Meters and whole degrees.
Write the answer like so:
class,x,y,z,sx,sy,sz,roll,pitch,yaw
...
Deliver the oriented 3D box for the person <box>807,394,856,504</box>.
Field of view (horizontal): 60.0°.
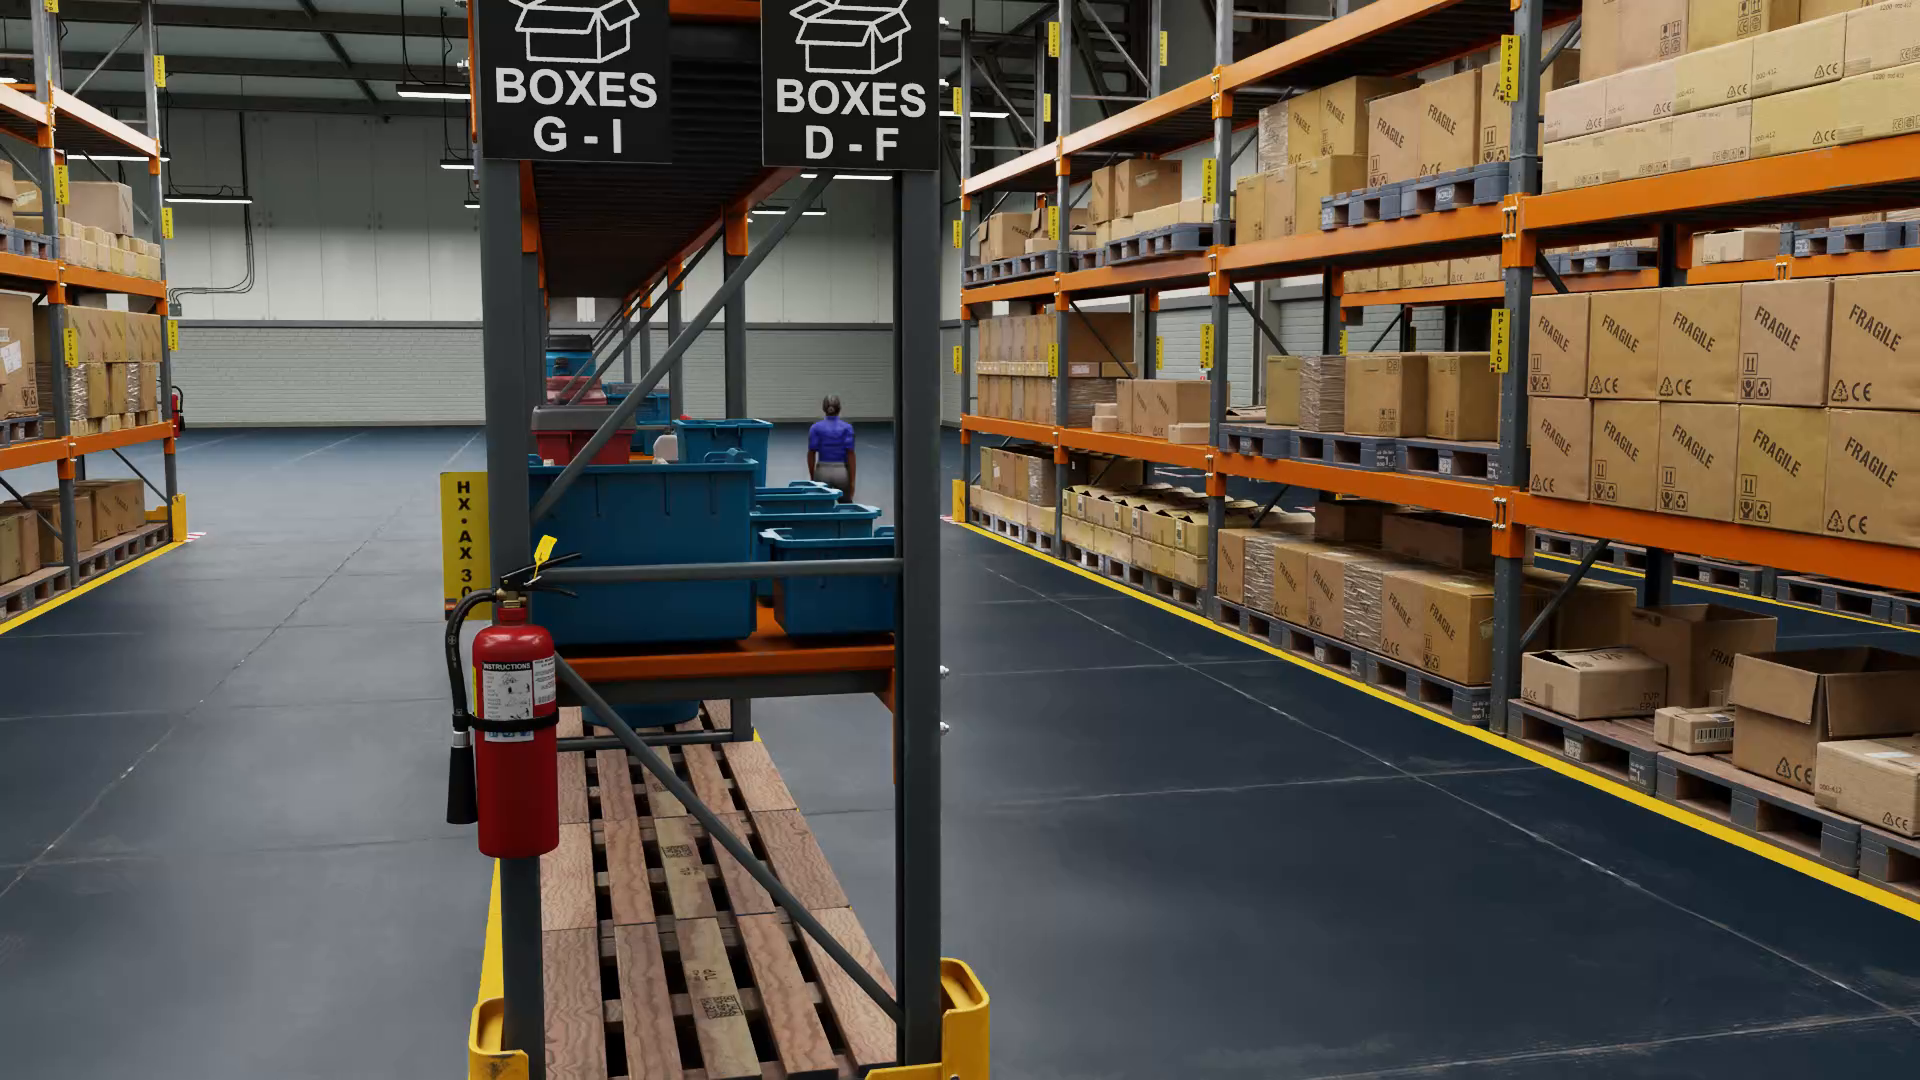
class,x,y,z,sx,sy,sz,roll,pitch,yaw
person,-1.218,-0.556,15.835,0.467,1.673,0.777,0,6,-2
